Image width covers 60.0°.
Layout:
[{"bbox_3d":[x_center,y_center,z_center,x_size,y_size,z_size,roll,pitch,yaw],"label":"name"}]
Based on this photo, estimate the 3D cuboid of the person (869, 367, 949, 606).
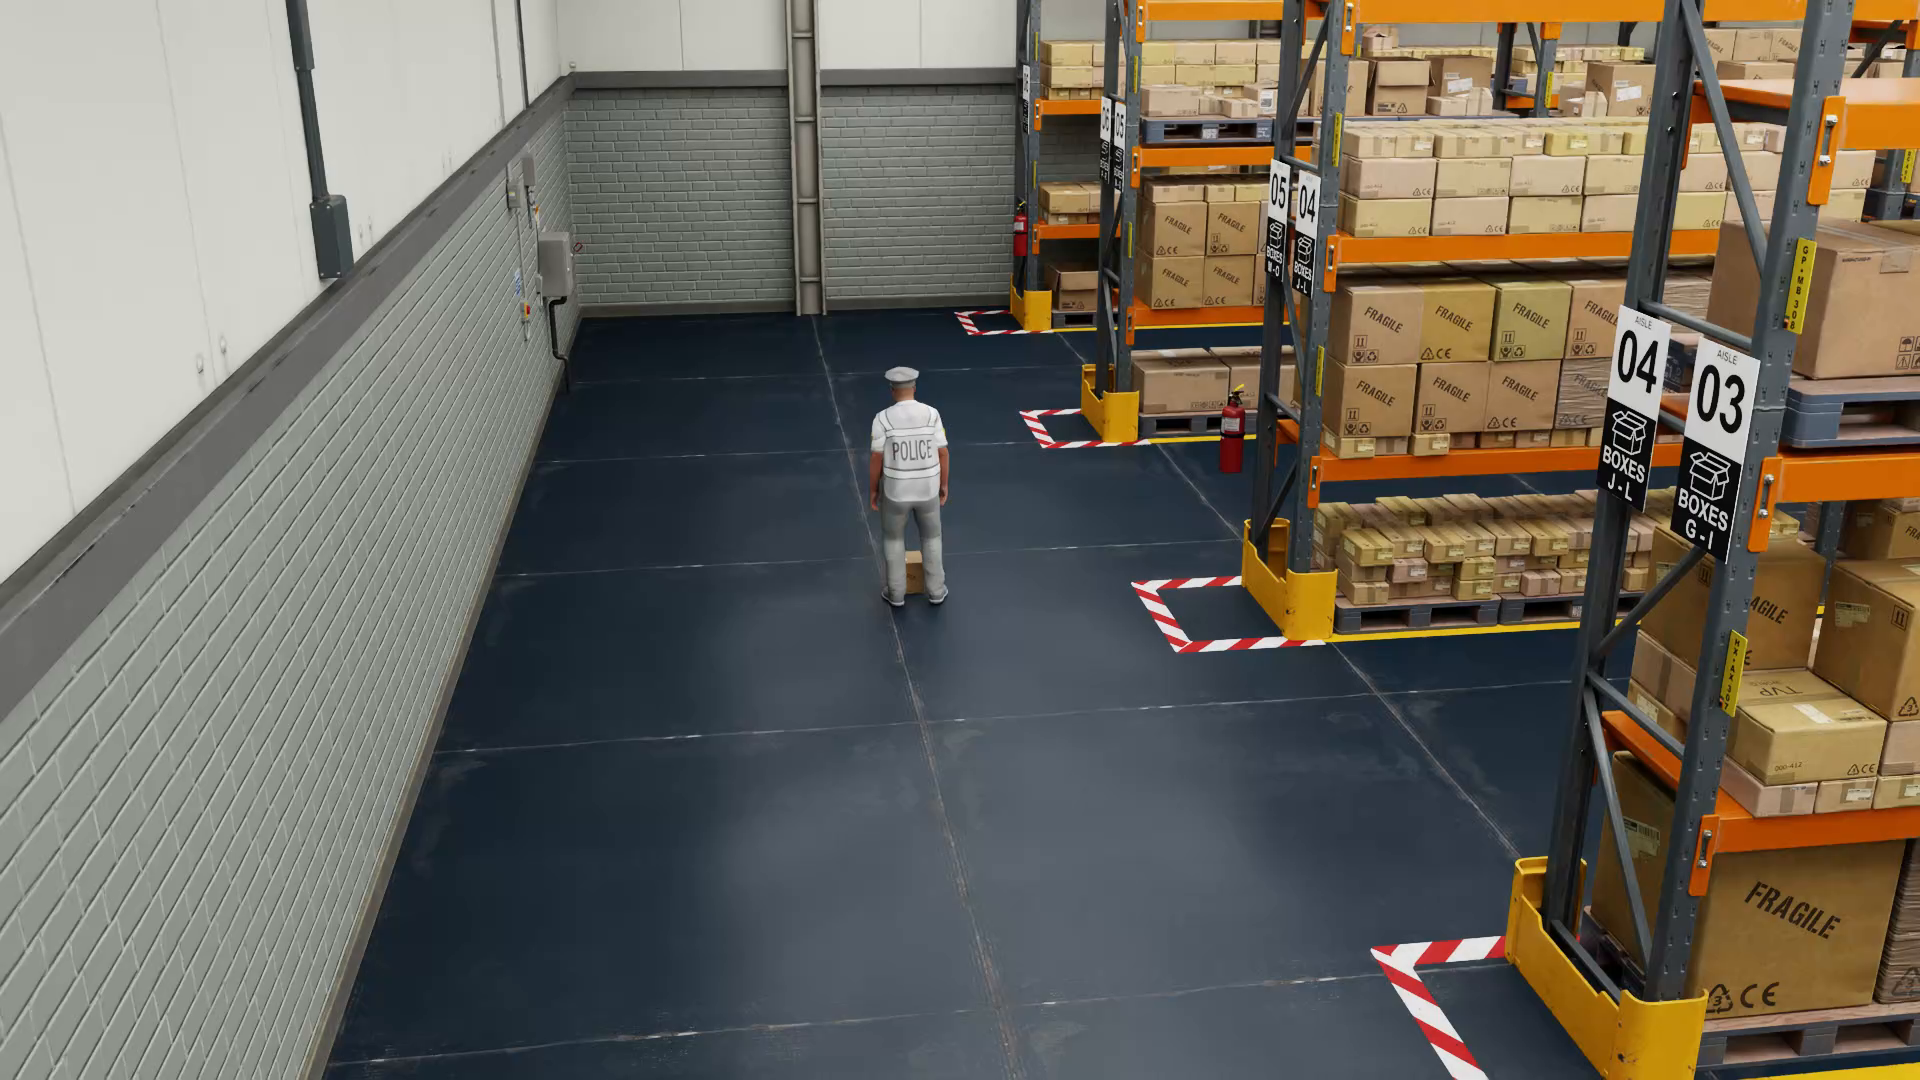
[{"bbox_3d":[-0.363,-0.365,12.073,0.601,1.747,0.441,-4,20,-11],"label":"person"}]
